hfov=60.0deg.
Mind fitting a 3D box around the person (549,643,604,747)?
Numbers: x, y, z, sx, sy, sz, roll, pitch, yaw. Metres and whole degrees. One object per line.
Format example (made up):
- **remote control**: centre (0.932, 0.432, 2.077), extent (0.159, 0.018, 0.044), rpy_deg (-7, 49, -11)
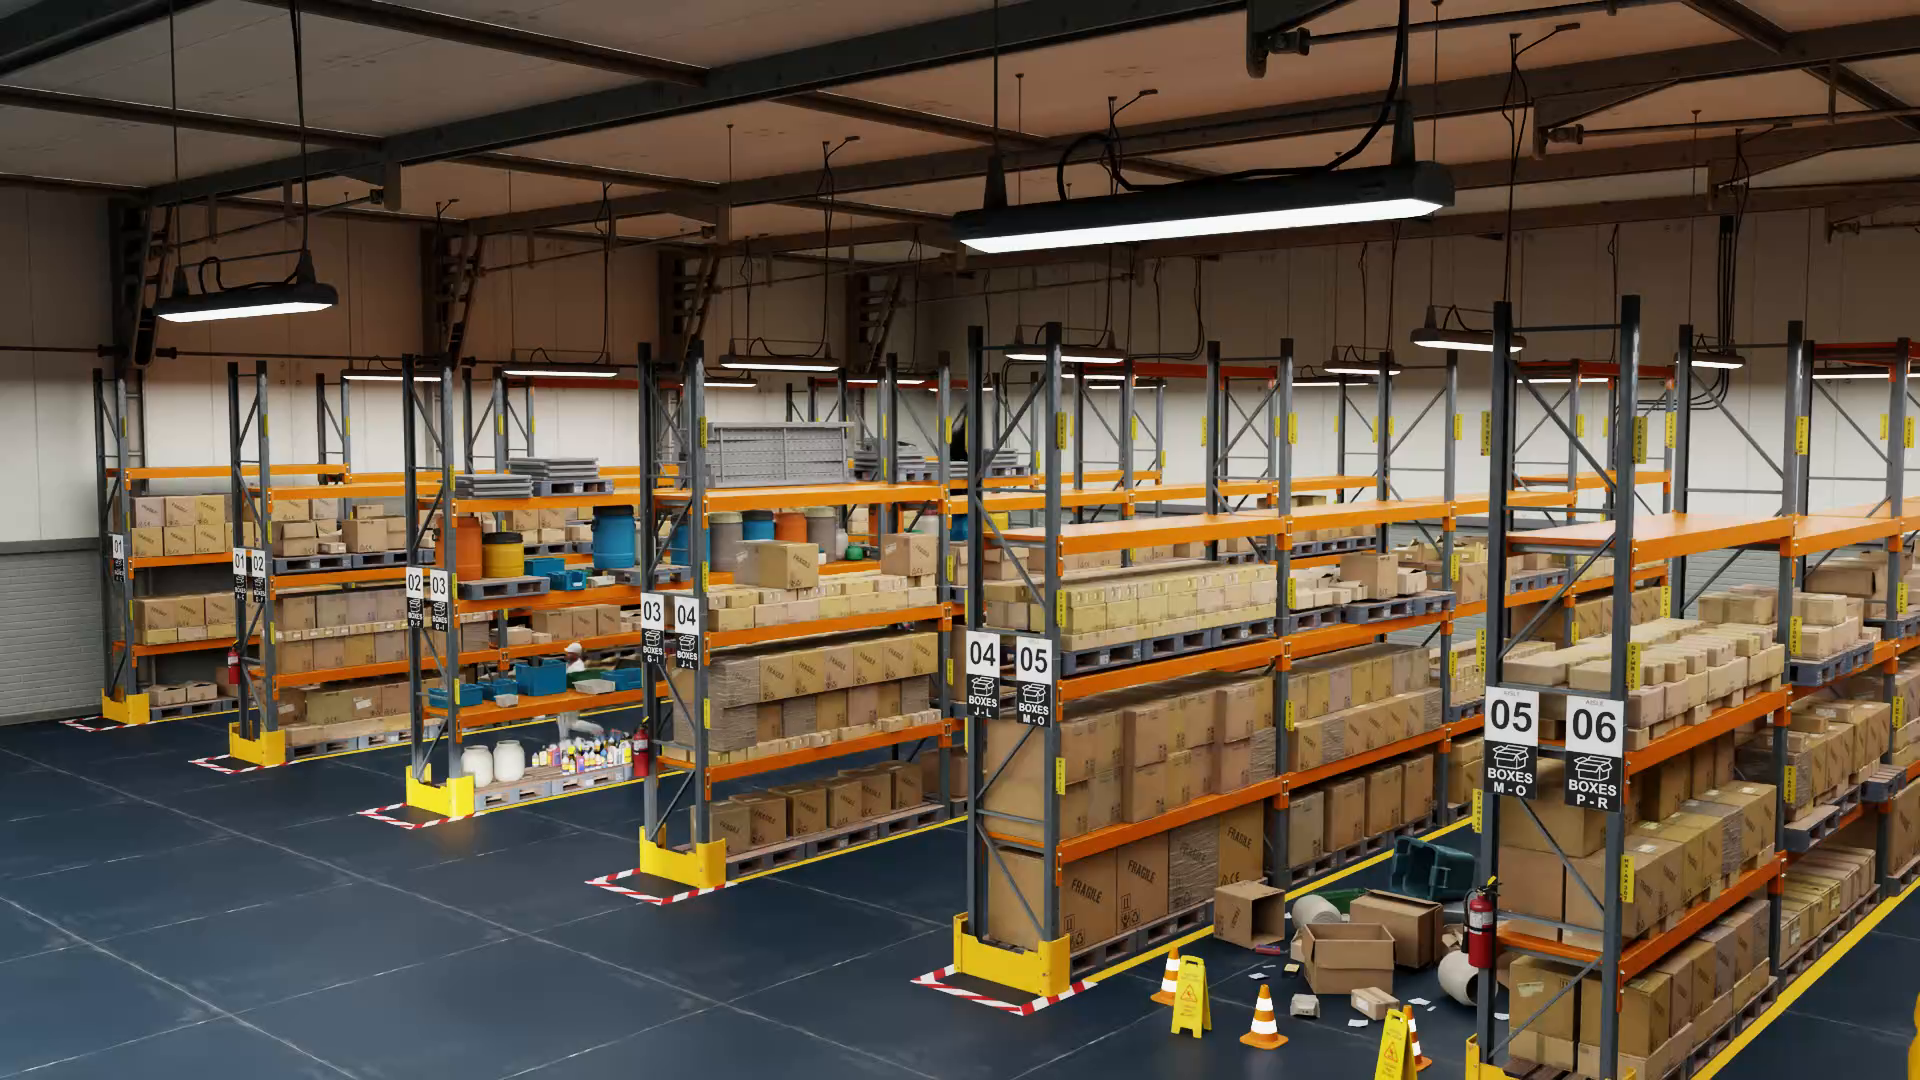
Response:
- **person**: centre (-5.894, 2.423, 25.572), extent (0.823, 1.717, 0.753), rpy_deg (-2, 4, -21)
